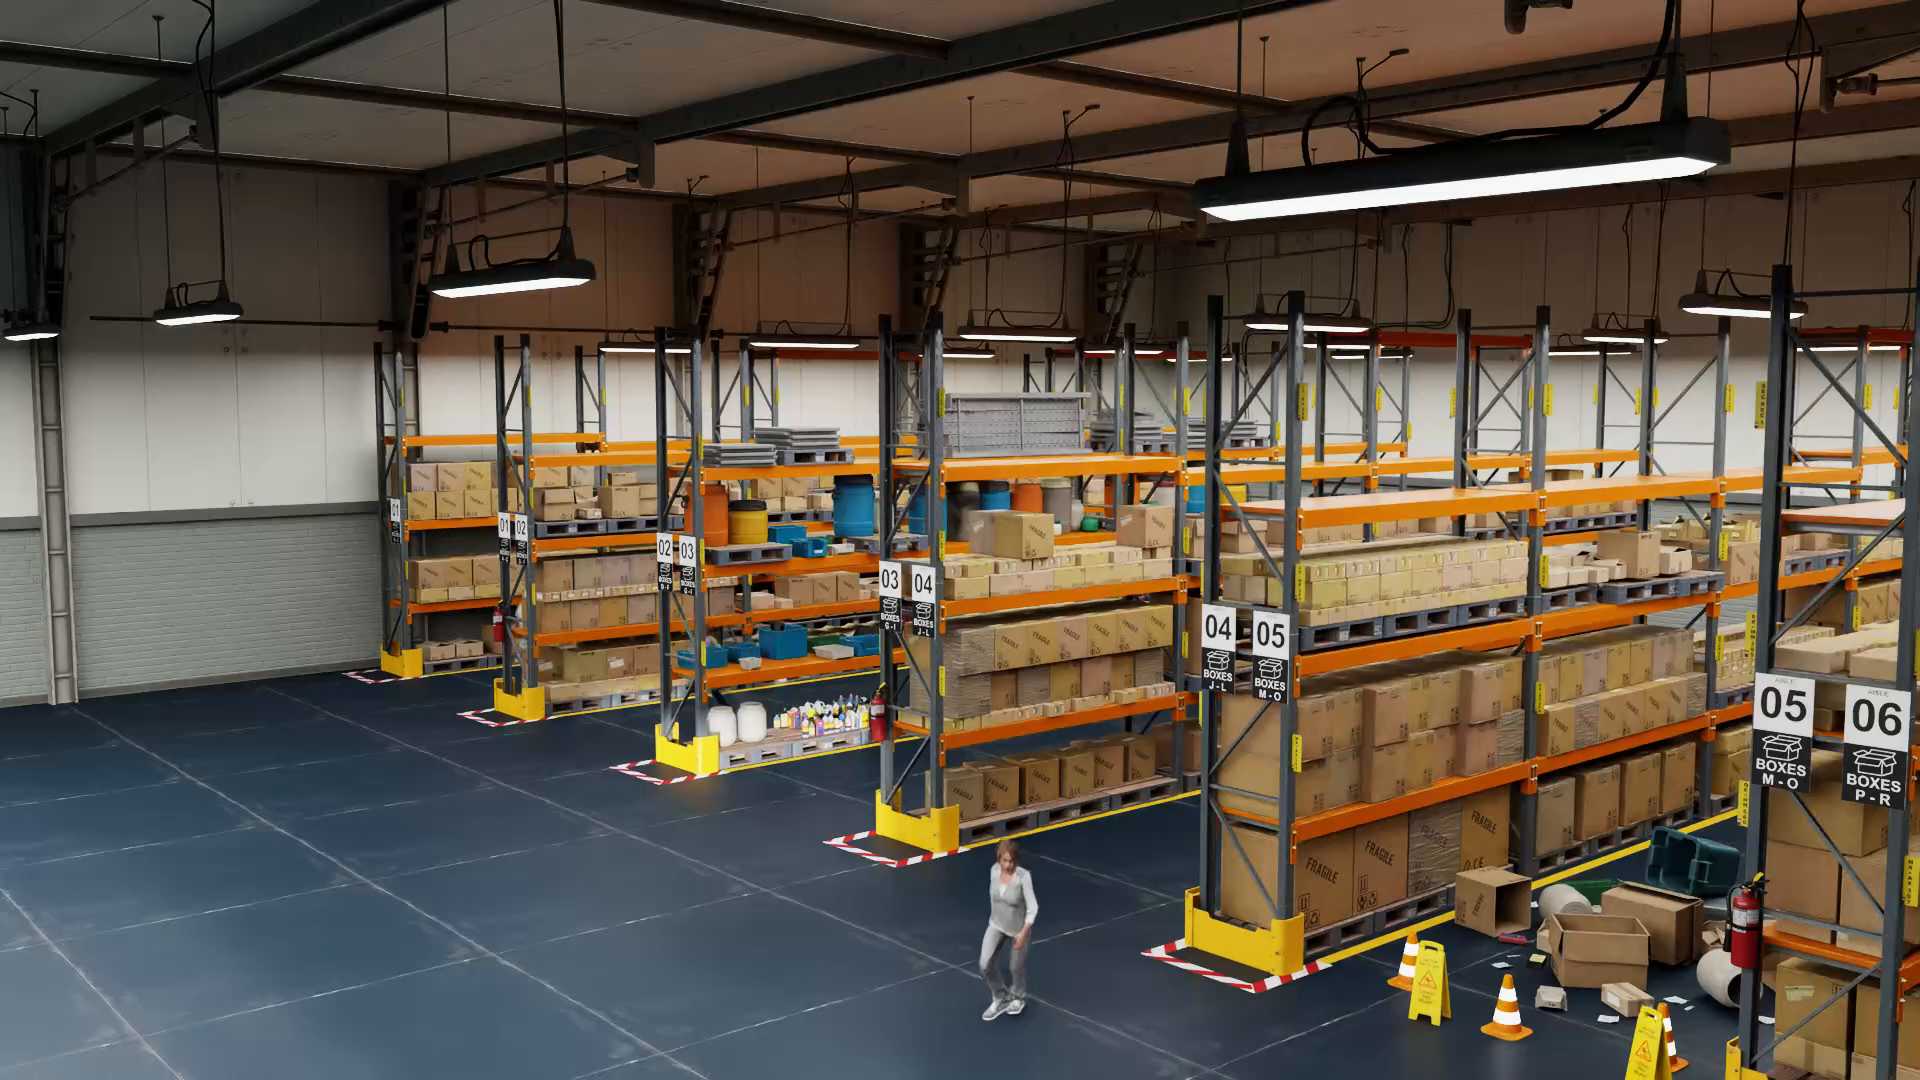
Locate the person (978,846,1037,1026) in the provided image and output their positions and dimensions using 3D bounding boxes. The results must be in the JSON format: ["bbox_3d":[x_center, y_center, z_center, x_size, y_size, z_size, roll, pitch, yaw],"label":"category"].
[{"bbox_3d":[0.412,3.172,13.432,0.515,1.511,0.830,2,6,21],"label":"person"}]

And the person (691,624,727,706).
[{"bbox_3d":[-3.930,2.047,25.502,0.598,1.600,0.798,2,6,23],"label":"person"}]

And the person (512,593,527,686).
[{"bbox_3d":[-7.458,1.677,28.928,0.691,1.733,0.649,2,5,17],"label":"person"}]
